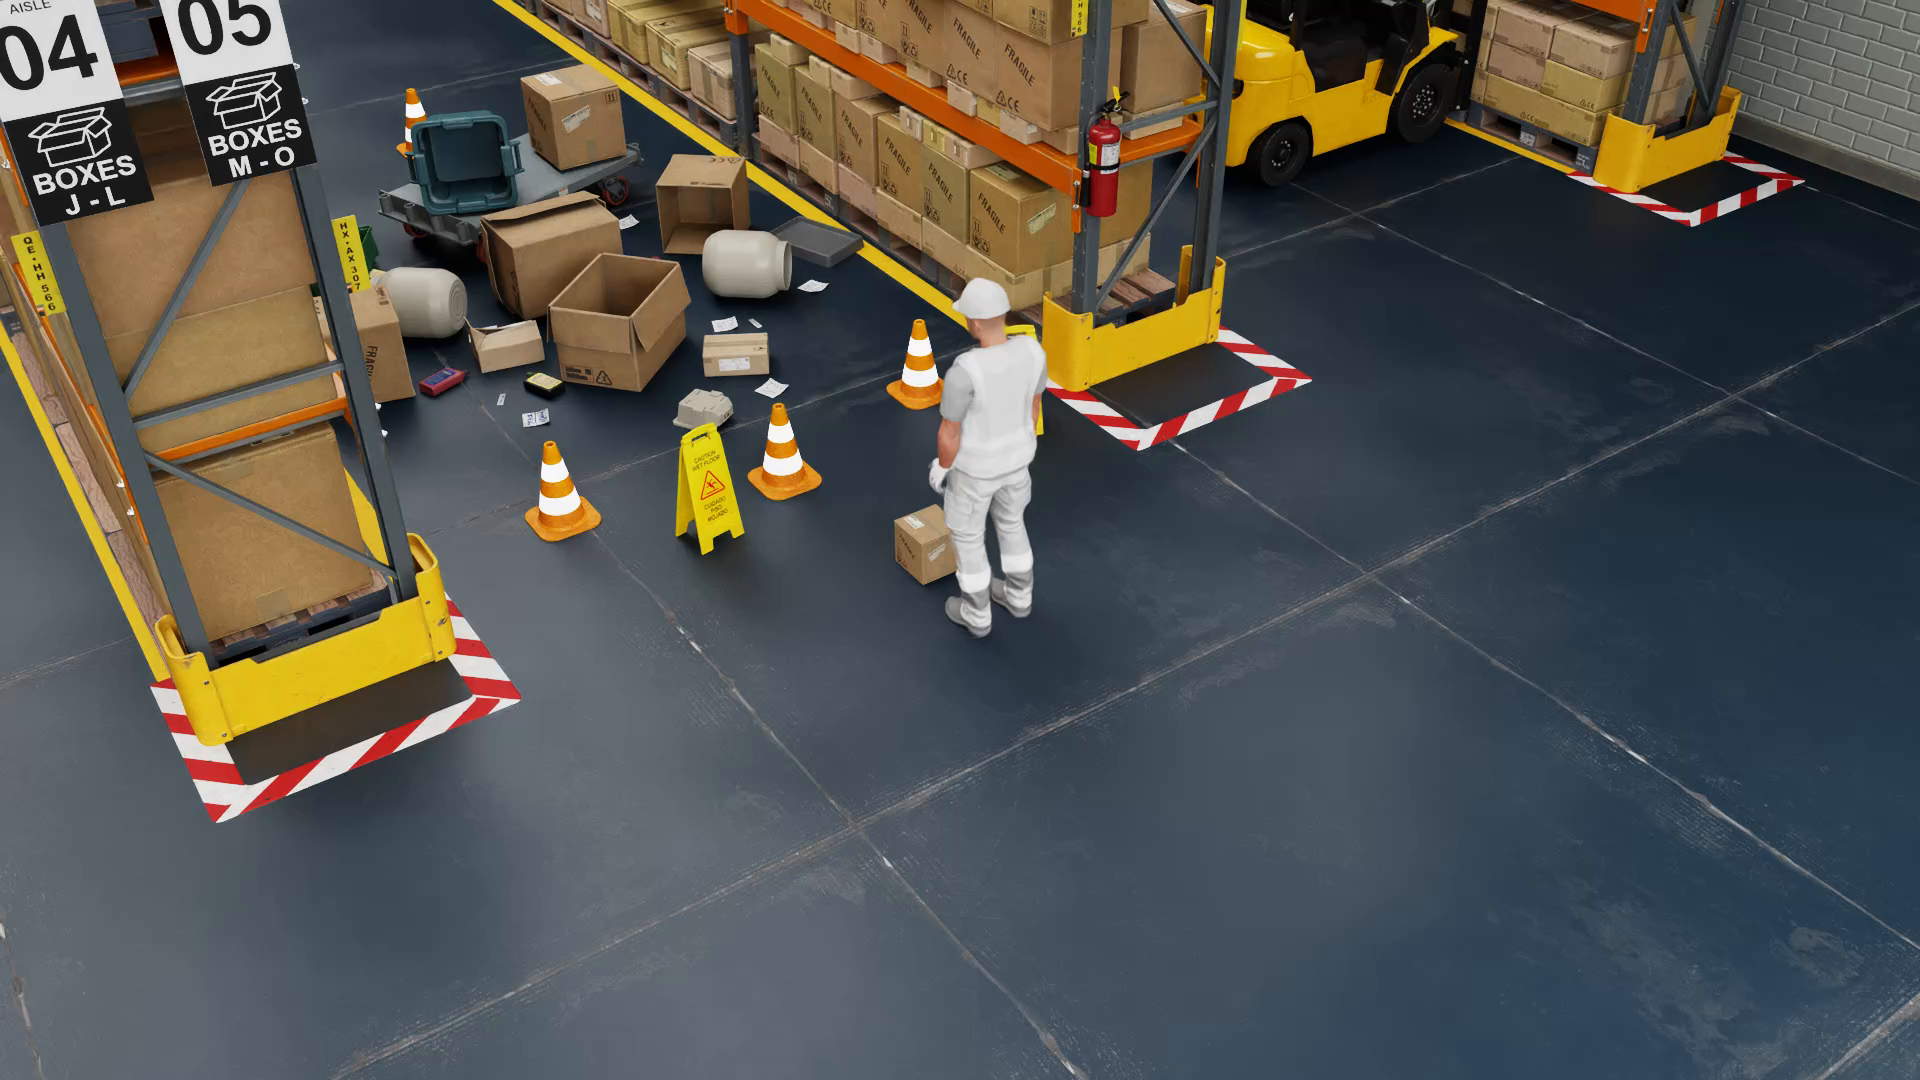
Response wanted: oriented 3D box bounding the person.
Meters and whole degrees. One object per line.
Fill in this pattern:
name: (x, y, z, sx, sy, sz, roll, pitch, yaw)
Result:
person: (0.119, -0.359, 7.487, 0.529, 1.774, 0.364, -22, 41, -27)
